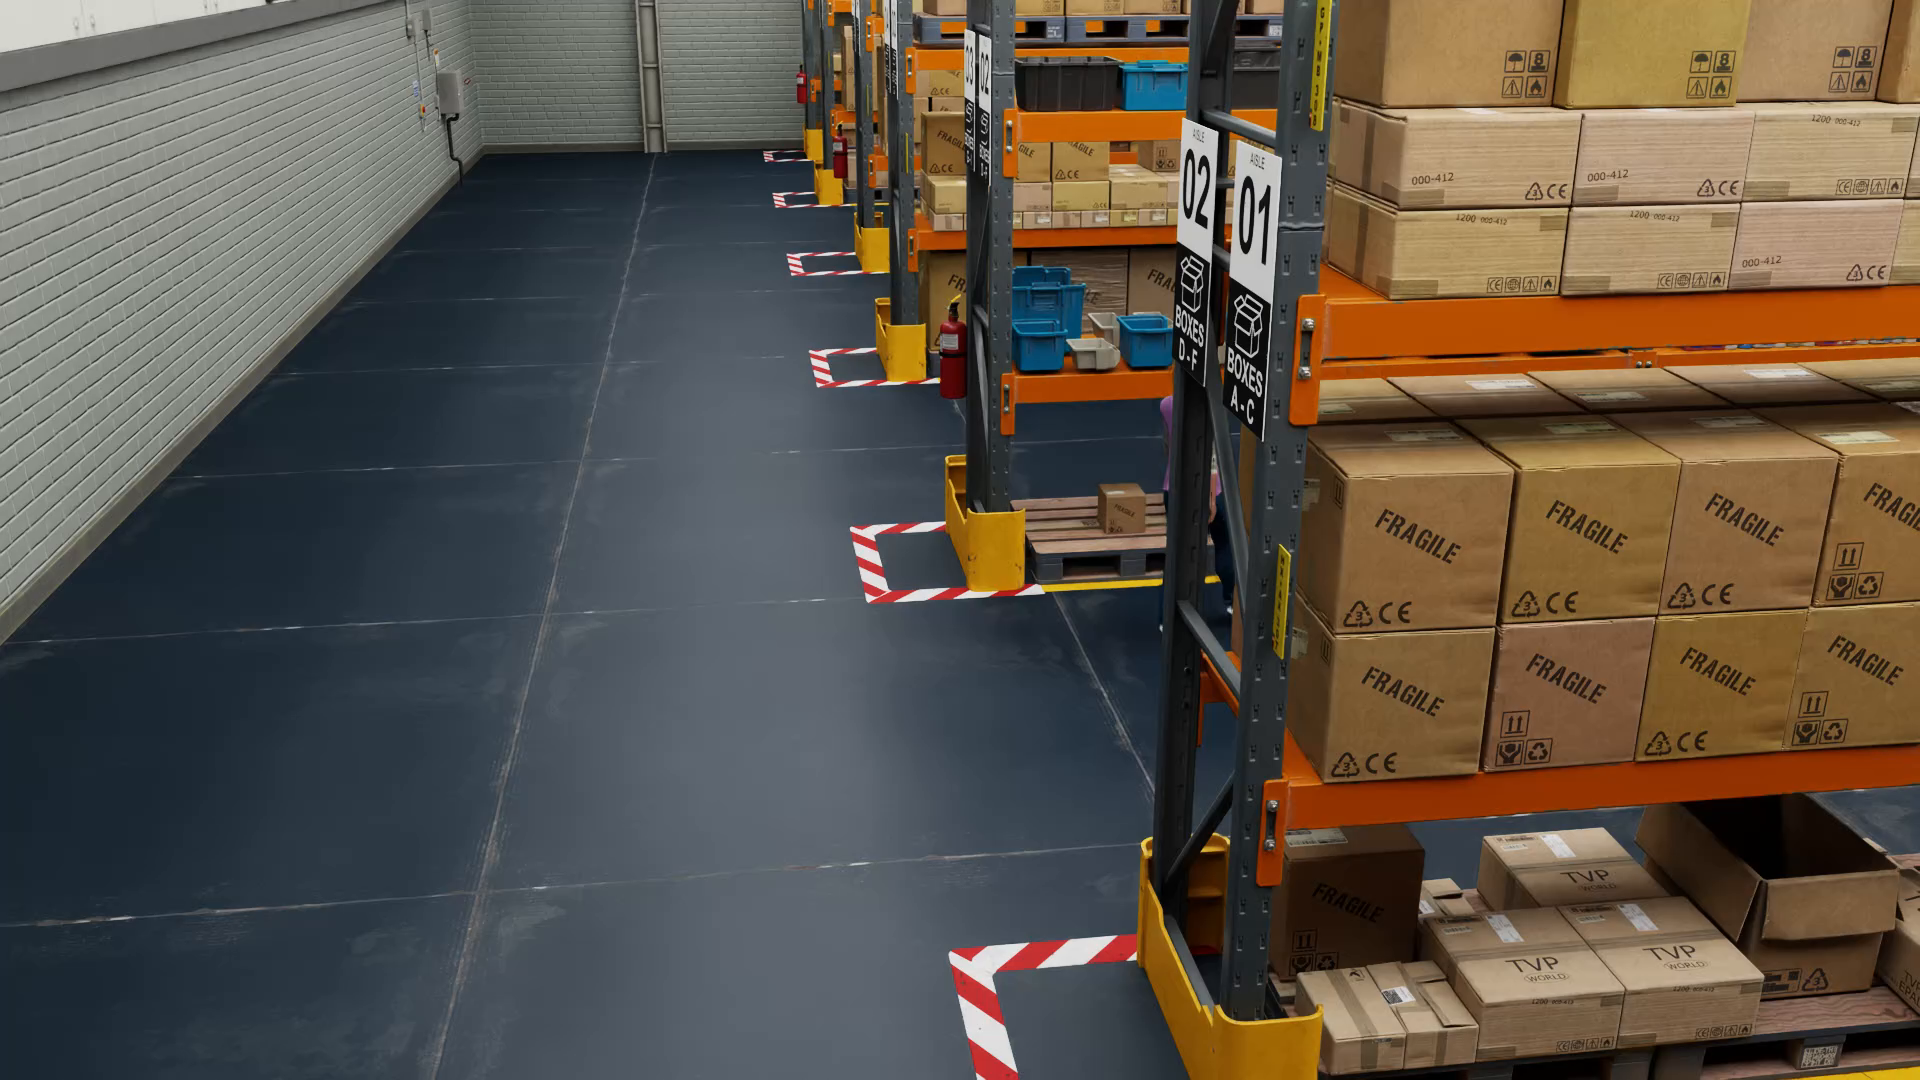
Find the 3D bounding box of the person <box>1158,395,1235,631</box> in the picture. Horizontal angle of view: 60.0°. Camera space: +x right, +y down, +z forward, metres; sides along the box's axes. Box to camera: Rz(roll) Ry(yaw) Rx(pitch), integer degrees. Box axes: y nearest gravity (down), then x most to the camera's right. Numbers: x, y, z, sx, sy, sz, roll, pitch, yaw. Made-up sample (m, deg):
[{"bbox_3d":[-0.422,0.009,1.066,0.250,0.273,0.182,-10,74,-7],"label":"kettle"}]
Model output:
[{"bbox_3d":[1.364,-0.272,9.313,0.510,1.577,0.709,18,27,39],"label":"person"}]
